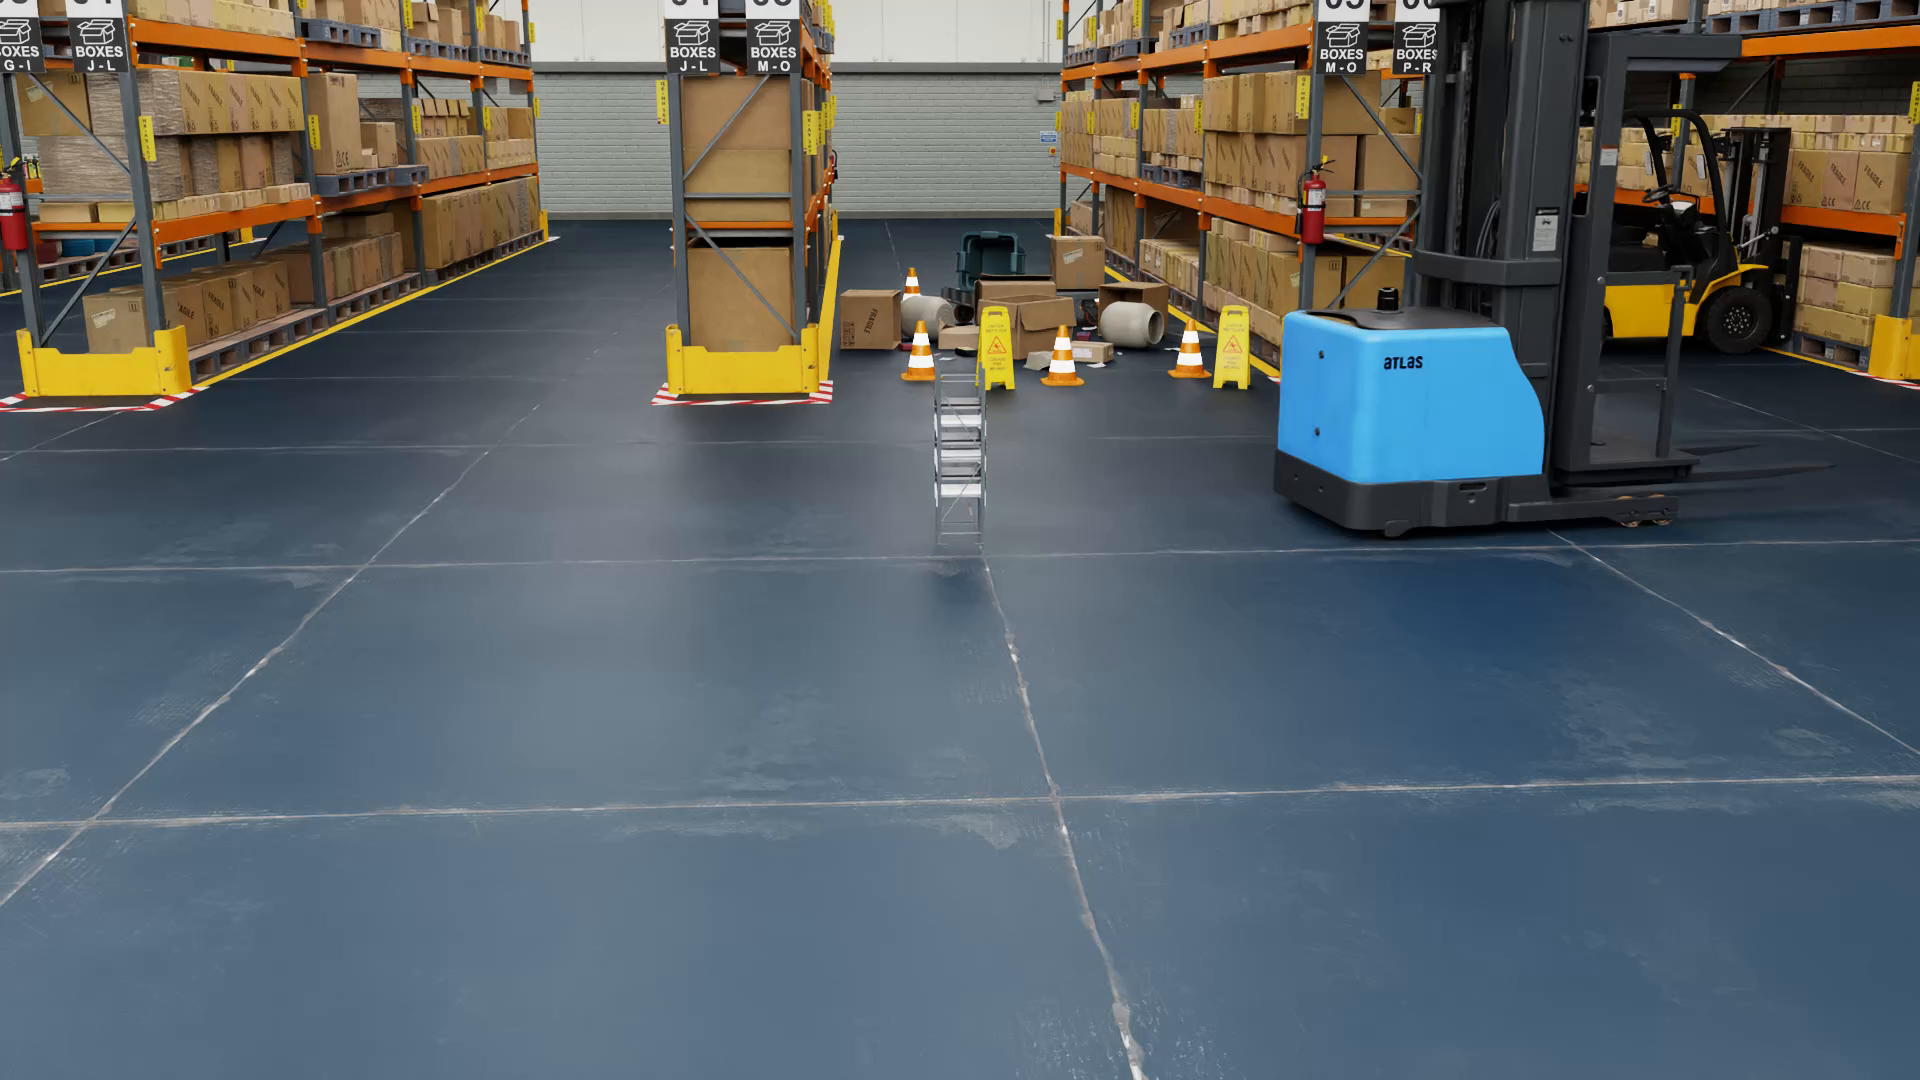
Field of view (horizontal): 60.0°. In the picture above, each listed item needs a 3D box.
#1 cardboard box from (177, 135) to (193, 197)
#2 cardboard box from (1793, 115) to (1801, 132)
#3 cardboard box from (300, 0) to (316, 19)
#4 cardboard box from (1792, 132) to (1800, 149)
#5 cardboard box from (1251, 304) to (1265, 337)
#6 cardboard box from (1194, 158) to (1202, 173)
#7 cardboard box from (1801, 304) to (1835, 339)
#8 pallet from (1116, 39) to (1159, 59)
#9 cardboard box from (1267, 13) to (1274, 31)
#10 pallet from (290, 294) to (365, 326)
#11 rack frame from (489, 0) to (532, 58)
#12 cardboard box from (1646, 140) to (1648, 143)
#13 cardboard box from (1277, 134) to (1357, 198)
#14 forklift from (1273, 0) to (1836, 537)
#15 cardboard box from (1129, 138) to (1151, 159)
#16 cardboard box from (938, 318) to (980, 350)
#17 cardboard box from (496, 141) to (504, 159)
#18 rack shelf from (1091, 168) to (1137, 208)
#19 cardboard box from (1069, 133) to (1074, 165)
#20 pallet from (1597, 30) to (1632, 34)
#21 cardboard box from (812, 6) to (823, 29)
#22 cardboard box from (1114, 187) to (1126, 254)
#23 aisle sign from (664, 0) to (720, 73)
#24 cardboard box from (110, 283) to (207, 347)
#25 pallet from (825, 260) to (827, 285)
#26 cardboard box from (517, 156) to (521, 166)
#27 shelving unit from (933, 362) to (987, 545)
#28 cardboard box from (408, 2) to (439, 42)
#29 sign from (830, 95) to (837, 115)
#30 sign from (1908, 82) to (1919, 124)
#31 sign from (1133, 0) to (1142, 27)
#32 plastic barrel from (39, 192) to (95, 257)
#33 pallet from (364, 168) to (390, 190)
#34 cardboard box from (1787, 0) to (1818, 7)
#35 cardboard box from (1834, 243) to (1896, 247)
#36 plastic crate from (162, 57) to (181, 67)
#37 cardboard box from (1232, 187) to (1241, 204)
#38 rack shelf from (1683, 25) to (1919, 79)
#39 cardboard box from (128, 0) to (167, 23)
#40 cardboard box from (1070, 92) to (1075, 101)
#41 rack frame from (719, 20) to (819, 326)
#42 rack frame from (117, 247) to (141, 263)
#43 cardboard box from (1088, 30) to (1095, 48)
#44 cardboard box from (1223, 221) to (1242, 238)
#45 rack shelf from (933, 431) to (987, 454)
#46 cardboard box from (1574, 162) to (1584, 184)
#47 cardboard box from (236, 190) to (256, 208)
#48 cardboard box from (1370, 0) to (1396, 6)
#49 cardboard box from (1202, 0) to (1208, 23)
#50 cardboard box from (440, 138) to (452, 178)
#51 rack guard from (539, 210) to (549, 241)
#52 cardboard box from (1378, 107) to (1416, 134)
[{"bbox_3d":[-6.816,-3.045,13.544,0.875,0.500,0.500,-1,14,-3],"label":"cardboard box"},{"bbox_3d":[7.853,-3.797,15.166,0.380,0.149,0.250,-1,14,-3],"label":"cardboard box"},{"bbox_3d":[-6.837,-5.412,16.472,0.797,0.503,0.637,-2,15,-6],"label":"cardboard box"},{"bbox_3d":[7.856,-3.650,15.190,0.380,0.149,0.250,-1,14,-4],"label":"cardboard box"},{"bbox_3d":[2.890,-1.943,14.735,0.500,0.250,0.500,-1,14,-3],"label":"cardboard box"},{"bbox_3d":[2.677,-3.946,17.505,0.380,0.149,0.250,-1,14,-3],"label":"cardboard box"},{"bbox_3d":[7.821,-1.931,14.687,0.500,0.250,0.500,-1,14,-3],"label":"cardboard box"},{"bbox_3d":[2.644,-6.256,21.180,1.213,0.211,1.003,0,14,-1],"label":"pallet"},{"bbox_3d":[2.880,-4.480,14.404,0.380,0.149,0.250,-1,14,-5],"label":"cardboard box"},{"bbox_3d":[-6.956,-2.431,17.550,1.003,0.211,1.213,-1,14,-3],"label":"pallet"},{"bbox_3d":[-7.650,-9.477,27.302,1.000,3.000,0.127,-1,14,-3],"label":"rack frame"},{"bbox_3d":[7.699,-4.388,18.058,0.380,0.149,0.250,-1,14,-3],"label":"cardboard box"},{"bbox_3d":[2.924,-3.069,13.637,0.500,0.500,0.500,-1,14,-4],"label":"cardboard box"},{"bbox_3d":[3.327,-1.610,8.901,3.031,2.935,1.130,-4,15,-13],"label":"forklift"},{"bbox_3d":[2.453,-5.022,21.321,0.500,0.250,0.500,-1,14,-4],"label":"cardboard box"},{"bbox_3d":[-0.005,-1.916,15.440,0.396,0.266,0.258,2,15,6],"label":"cardboard box"},{"bbox_3d":[-7.196,-5.893,25.116,0.500,0.250,0.500,-1,14,-4],"label":"cardboard box"},{"bbox_3d":[2.613,-4.884,22.934,1.077,0.370,4.000,-1,14,-3],"label":"rack shelf"},{"bbox_3d":[2.057,-6.398,27.171,0.500,0.500,0.500,-1,14,-4],"label":"cardboard box"},{"bbox_3d":[7.894,-5.729,19.131,1.003,0.211,1.213,0,14,-1],"label":"pallet"},{"bbox_3d":[-1.833,-6.040,19.097,0.500,0.311,0.500,-1,14,-3],"label":"cardboard box"},{"bbox_3d":[2.671,-4.527,23.523,0.875,0.875,0.875,0,14,-2],"label":"cardboard box"},{"bbox_3d":[-1.997,-3.881,12.374,0.394,0.787,0.004,-1,14,-3],"label":"aisle sign"},{"bbox_3d":[-6.752,-1.889,14.024,0.500,0.500,0.500,3,15,11],"label":"cardboard box"},{"bbox_3d":[-2.244,-3.478,21.620,1.003,0.211,1.213,-1,14,-3],"label":"pallet"},{"bbox_3d":[-7.218,-6.048,26.519,0.380,0.149,0.250,-1,14,-3],"label":"cardboard box"},{"bbox_3d":[0.000,-0.438,8.422,0.258,0.900,0.210,-1,14,-3],"label":"shelving unit"},{"bbox_3d":[-7.302,-6.796,21.851,0.797,0.503,0.637,-1,14,-4],"label":"cardboard box"},{"bbox_3d":[-2.138,-7.341,28.080,0.100,0.325,0.005,-1,14,-3],"label":"sign"},{"bbox_3d":[7.644,-3.494,13.287,0.100,0.325,0.005,-1,14,-3],"label":"sign"},{"bbox_3d":[2.182,-6.470,20.438,0.100,0.325,0.005,-1,14,-3],"label":"sign"},{"bbox_3d":[-12.285,-4.376,22.884,0.600,0.901,0.708,-1,14,-3],"label":"plastic barrel"},{"bbox_3d":[-6.991,-3.998,18.430,1.003,0.211,1.213,-1,14,-3],"label":"pallet"},{"bbox_3d":[7.954,-5.087,15.006,0.797,0.503,0.637,0,14,-2],"label":"cardboard box"},{"bbox_3d":[8.291,-2.551,15.089,0.500,0.250,0.500,-1,14,-4],"label":"cardboard box"},{"bbox_3d":[-12.218,-7.311,25.429,0.437,0.136,0.530,-1,14,-3],"label":"plastic crate"},{"bbox_3d":[2.754,-3.217,15.516,0.380,0.149,0.250,-1,14,-3],"label":"cardboard box"},{"bbox_3d":[8.062,-4.425,15.129,1.077,0.370,4.000,-1,14,-3],"label":"rack shelf"},{"bbox_3d":[-6.430,-4.097,12.710,0.500,0.250,0.500,0,14,-2],"label":"cardboard box"},{"bbox_3d":[2.010,-7.284,27.306,0.380,0.149,0.250,-1,14,-5],"label":"cardboard box"},{"bbox_3d":[-1.950,-3.639,16.650,1.000,3.000,0.127,-1,14,-3],"label":"rack frame"},{"bbox_3d":[-12.345,-5.501,23.886,1.000,3.000,0.127,-1,14,-3],"label":"rack frame"},{"bbox_3d":[2.130,-7.524,24.954,0.396,0.266,0.258,0,14,-2],"label":"cardboard box"},{"bbox_3d":[2.733,-2.979,15.954,0.380,0.149,0.250,0,14,-1],"label":"cardboard box"},{"bbox_3d":[0.000,-0.493,8.408,0.258,0.077,0.200,-1,14,-3],"label":"rack shelf"},{"bbox_3d":[7.539,-4.373,19.804,0.500,0.250,0.500,-1,14,-5],"label":"cardboard box"},{"bbox_3d":[-6.521,-3.044,14.841,0.380,0.149,0.250,-1,14,-3],"label":"cardboard box"},{"bbox_3d":[3.467,-4.399,13.289,0.500,0.250,0.500,-1,14,-4],"label":"cardboard box"},{"bbox_3d":[2.804,-5.467,17.194,0.500,0.250,0.500,-1,14,-5],"label":"cardboard box"},{"bbox_3d":[-6.982,-5.012,21.784,0.500,0.500,0.500,-1,14,-4],"label":"cardboard box"},{"bbox_3d":[-7.651,-5.367,28.384,1.175,0.500,0.348,-1,14,-3],"label":"rack guard"},{"bbox_3d":[7.048,-6.747,26.929,0.500,0.500,0.500,-1,14,-2],"label":"cardboard box"}]
